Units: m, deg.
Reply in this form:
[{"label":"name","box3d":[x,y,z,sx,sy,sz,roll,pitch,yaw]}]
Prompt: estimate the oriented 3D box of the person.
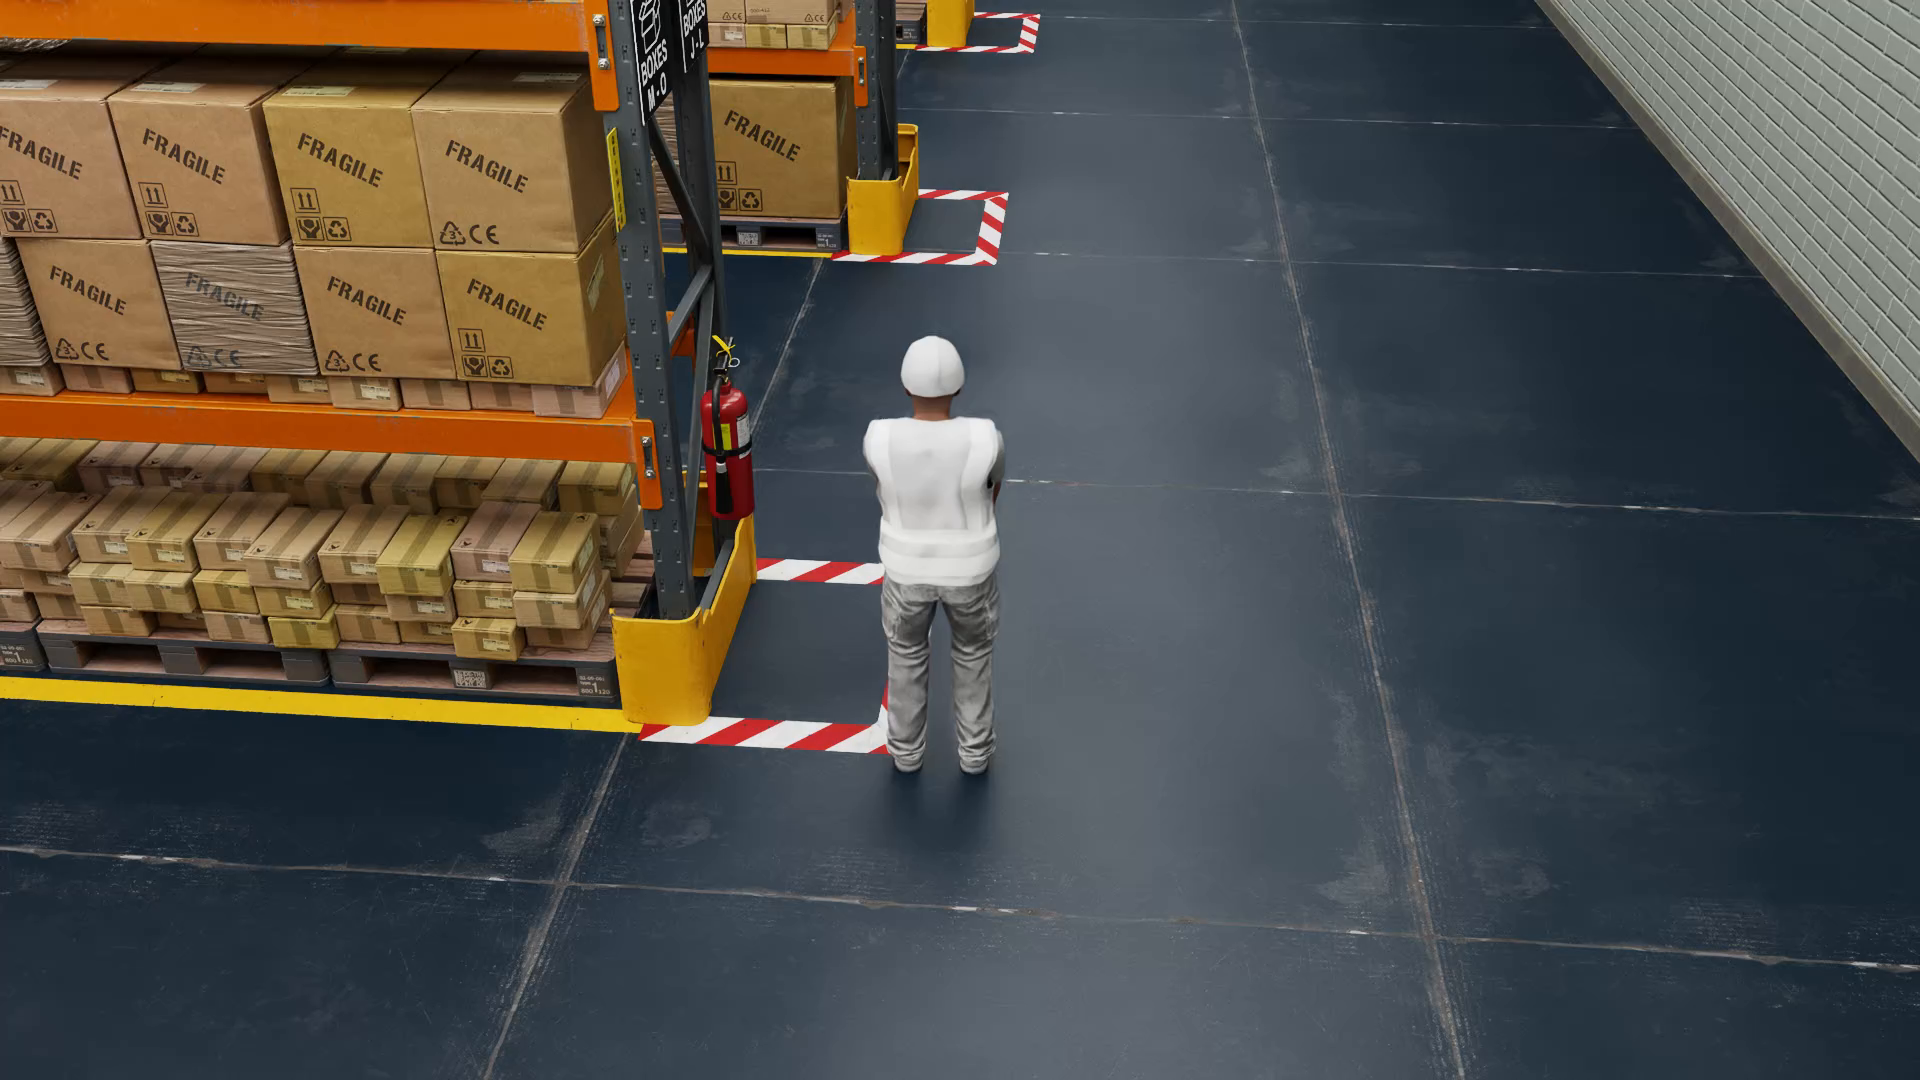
[{"label":"person","box3d":[-0.081,0.030,6.068,0.489,1.782,0.566,1,32,2]}]
